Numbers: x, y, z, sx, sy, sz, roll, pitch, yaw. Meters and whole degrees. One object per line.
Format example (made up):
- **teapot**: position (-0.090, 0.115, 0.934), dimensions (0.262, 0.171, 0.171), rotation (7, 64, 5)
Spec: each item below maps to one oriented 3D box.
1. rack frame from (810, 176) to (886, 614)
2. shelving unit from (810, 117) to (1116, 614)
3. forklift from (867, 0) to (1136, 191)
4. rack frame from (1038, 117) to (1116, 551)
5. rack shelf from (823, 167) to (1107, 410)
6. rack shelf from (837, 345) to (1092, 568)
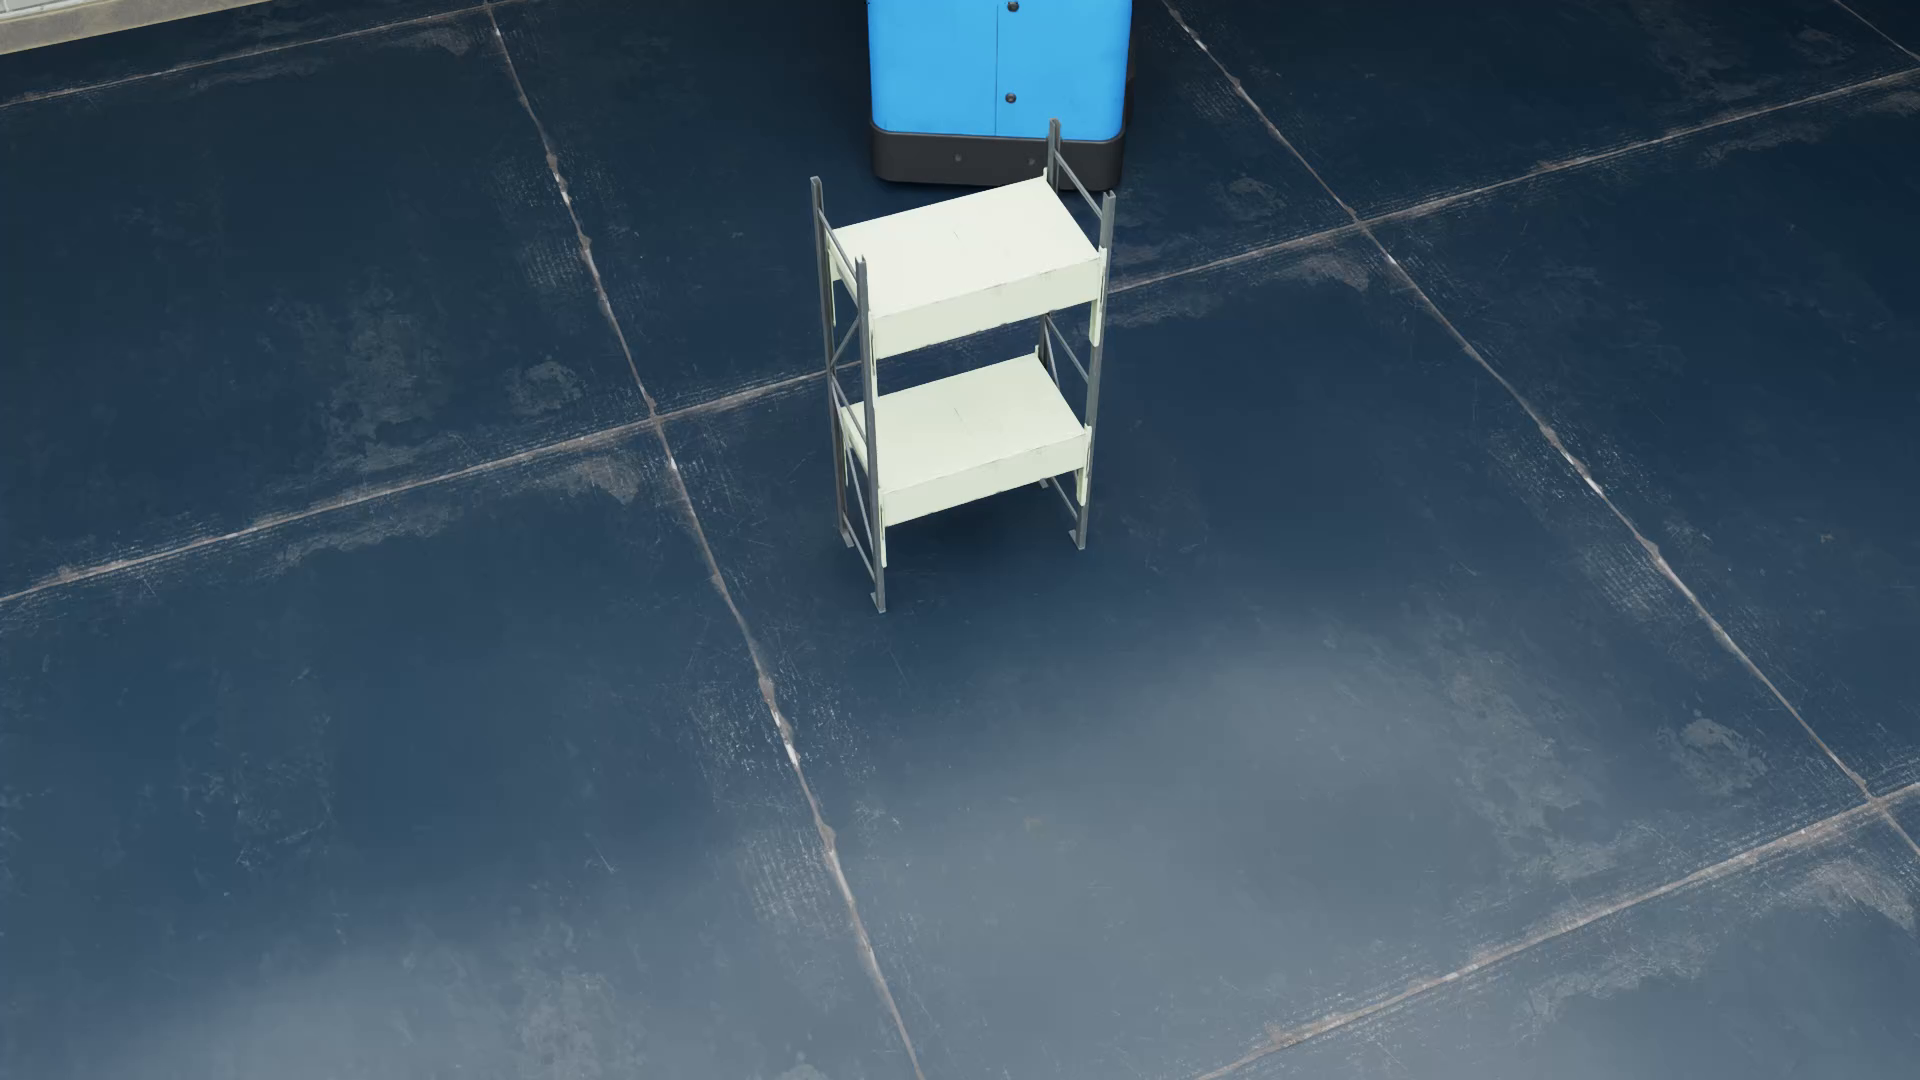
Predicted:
- **rack frame**: position (-0.333, -0.386, 5.093), dimensions (0.023, 1.500, 0.400), rotation (-17, 52, -14)
- **shelving unit**: position (0.006, -0.491, 5.183), dimensions (0.755, 1.500, 0.431), rotation (-17, 52, -14)
- **forklift**: position (0.257, -3.525, 6.845), dimensions (1.130, 2.935, 3.031), rotation (3, 49, 3)
- **rack frame**: position (0.345, -0.596, 5.273), dimensions (0.023, 1.500, 0.400), rotation (-17, 52, -14)
- **rack shelf**: position (0.006, -0.745, 4.887), dimensions (0.720, 0.370, 0.431), rotation (-17, 52, -14)
- **rack shelf**: position (0.006, -0.278, 5.430), dimensions (0.720, 0.370, 0.431), rotation (-17, 52, -14)
